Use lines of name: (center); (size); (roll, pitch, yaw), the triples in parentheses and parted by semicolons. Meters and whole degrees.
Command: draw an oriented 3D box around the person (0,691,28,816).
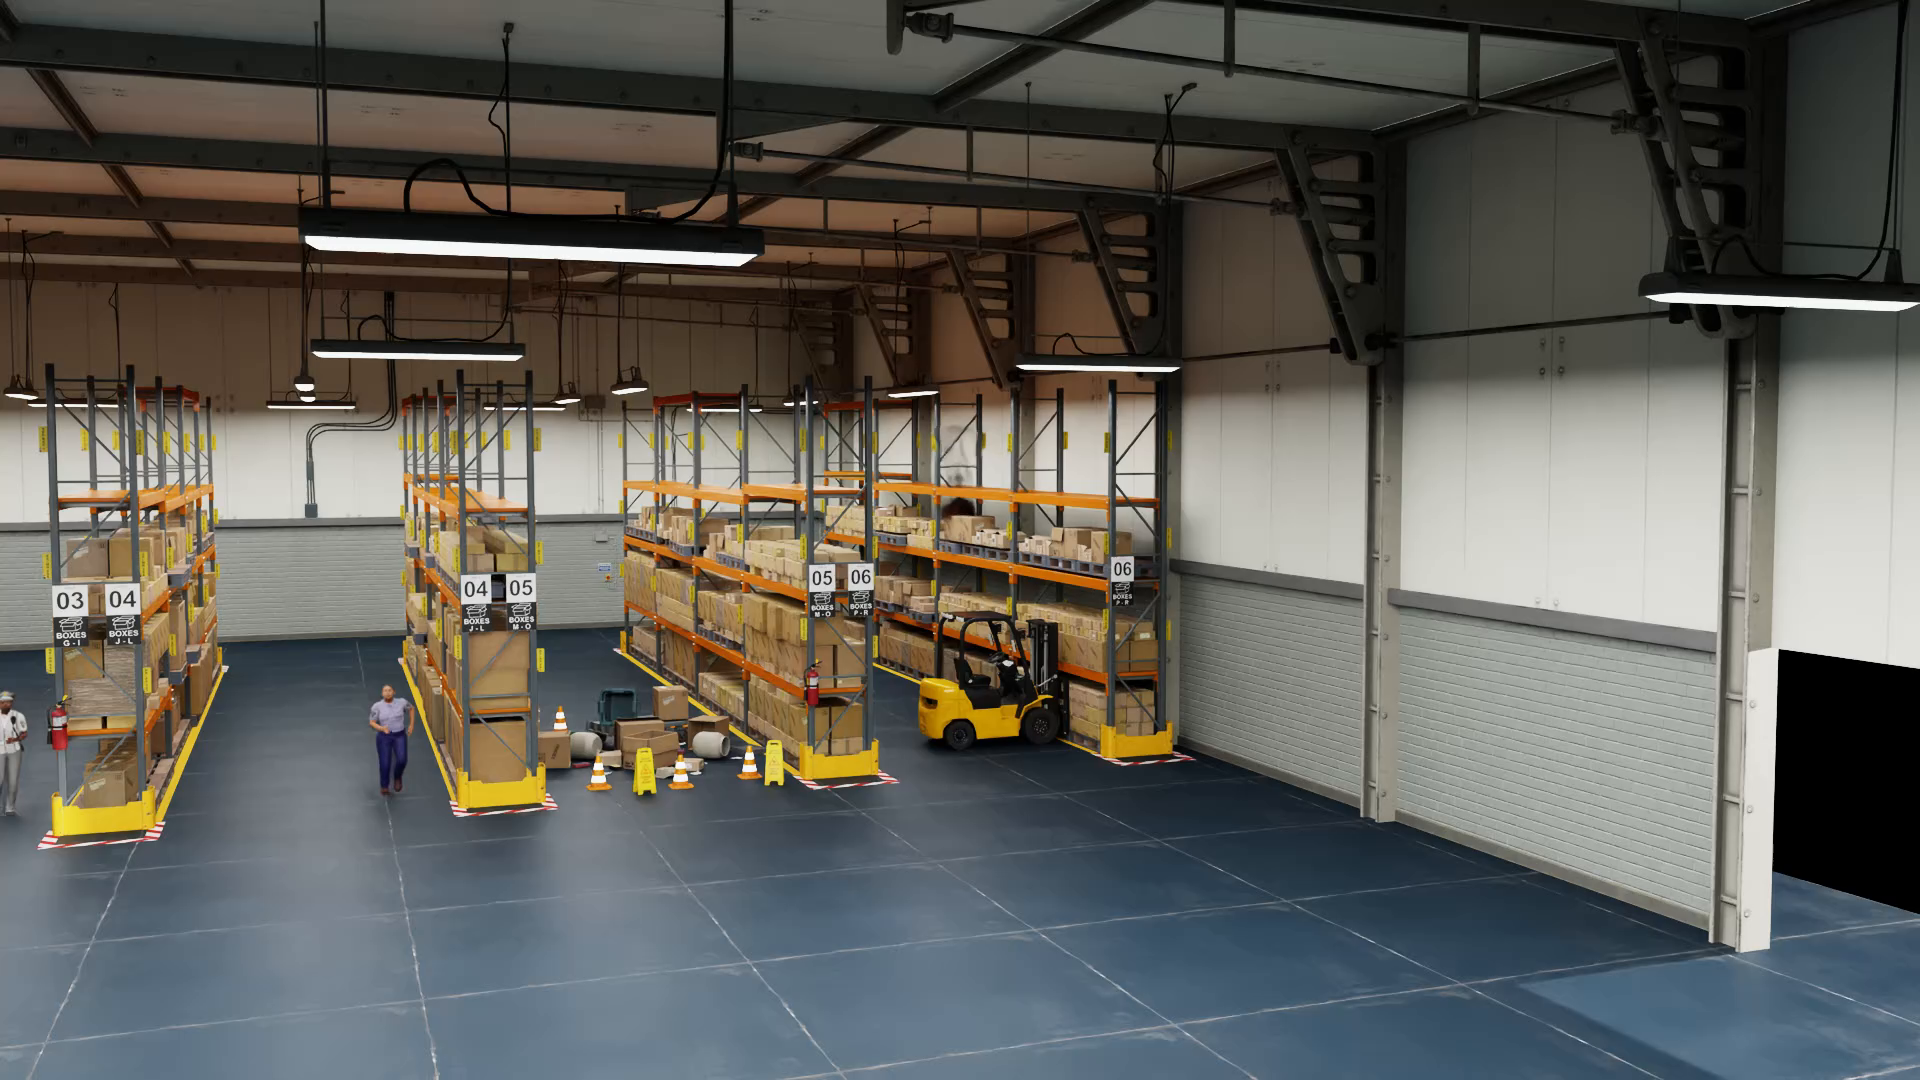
person: (-12.769, 2.856, 22.231); (0.552, 1.675, 0.645); (-2, 4, -31)

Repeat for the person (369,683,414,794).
person: (-8.014, 2.818, 23.490); (0.621, 1.601, 0.760); (-1, 4, -21)
